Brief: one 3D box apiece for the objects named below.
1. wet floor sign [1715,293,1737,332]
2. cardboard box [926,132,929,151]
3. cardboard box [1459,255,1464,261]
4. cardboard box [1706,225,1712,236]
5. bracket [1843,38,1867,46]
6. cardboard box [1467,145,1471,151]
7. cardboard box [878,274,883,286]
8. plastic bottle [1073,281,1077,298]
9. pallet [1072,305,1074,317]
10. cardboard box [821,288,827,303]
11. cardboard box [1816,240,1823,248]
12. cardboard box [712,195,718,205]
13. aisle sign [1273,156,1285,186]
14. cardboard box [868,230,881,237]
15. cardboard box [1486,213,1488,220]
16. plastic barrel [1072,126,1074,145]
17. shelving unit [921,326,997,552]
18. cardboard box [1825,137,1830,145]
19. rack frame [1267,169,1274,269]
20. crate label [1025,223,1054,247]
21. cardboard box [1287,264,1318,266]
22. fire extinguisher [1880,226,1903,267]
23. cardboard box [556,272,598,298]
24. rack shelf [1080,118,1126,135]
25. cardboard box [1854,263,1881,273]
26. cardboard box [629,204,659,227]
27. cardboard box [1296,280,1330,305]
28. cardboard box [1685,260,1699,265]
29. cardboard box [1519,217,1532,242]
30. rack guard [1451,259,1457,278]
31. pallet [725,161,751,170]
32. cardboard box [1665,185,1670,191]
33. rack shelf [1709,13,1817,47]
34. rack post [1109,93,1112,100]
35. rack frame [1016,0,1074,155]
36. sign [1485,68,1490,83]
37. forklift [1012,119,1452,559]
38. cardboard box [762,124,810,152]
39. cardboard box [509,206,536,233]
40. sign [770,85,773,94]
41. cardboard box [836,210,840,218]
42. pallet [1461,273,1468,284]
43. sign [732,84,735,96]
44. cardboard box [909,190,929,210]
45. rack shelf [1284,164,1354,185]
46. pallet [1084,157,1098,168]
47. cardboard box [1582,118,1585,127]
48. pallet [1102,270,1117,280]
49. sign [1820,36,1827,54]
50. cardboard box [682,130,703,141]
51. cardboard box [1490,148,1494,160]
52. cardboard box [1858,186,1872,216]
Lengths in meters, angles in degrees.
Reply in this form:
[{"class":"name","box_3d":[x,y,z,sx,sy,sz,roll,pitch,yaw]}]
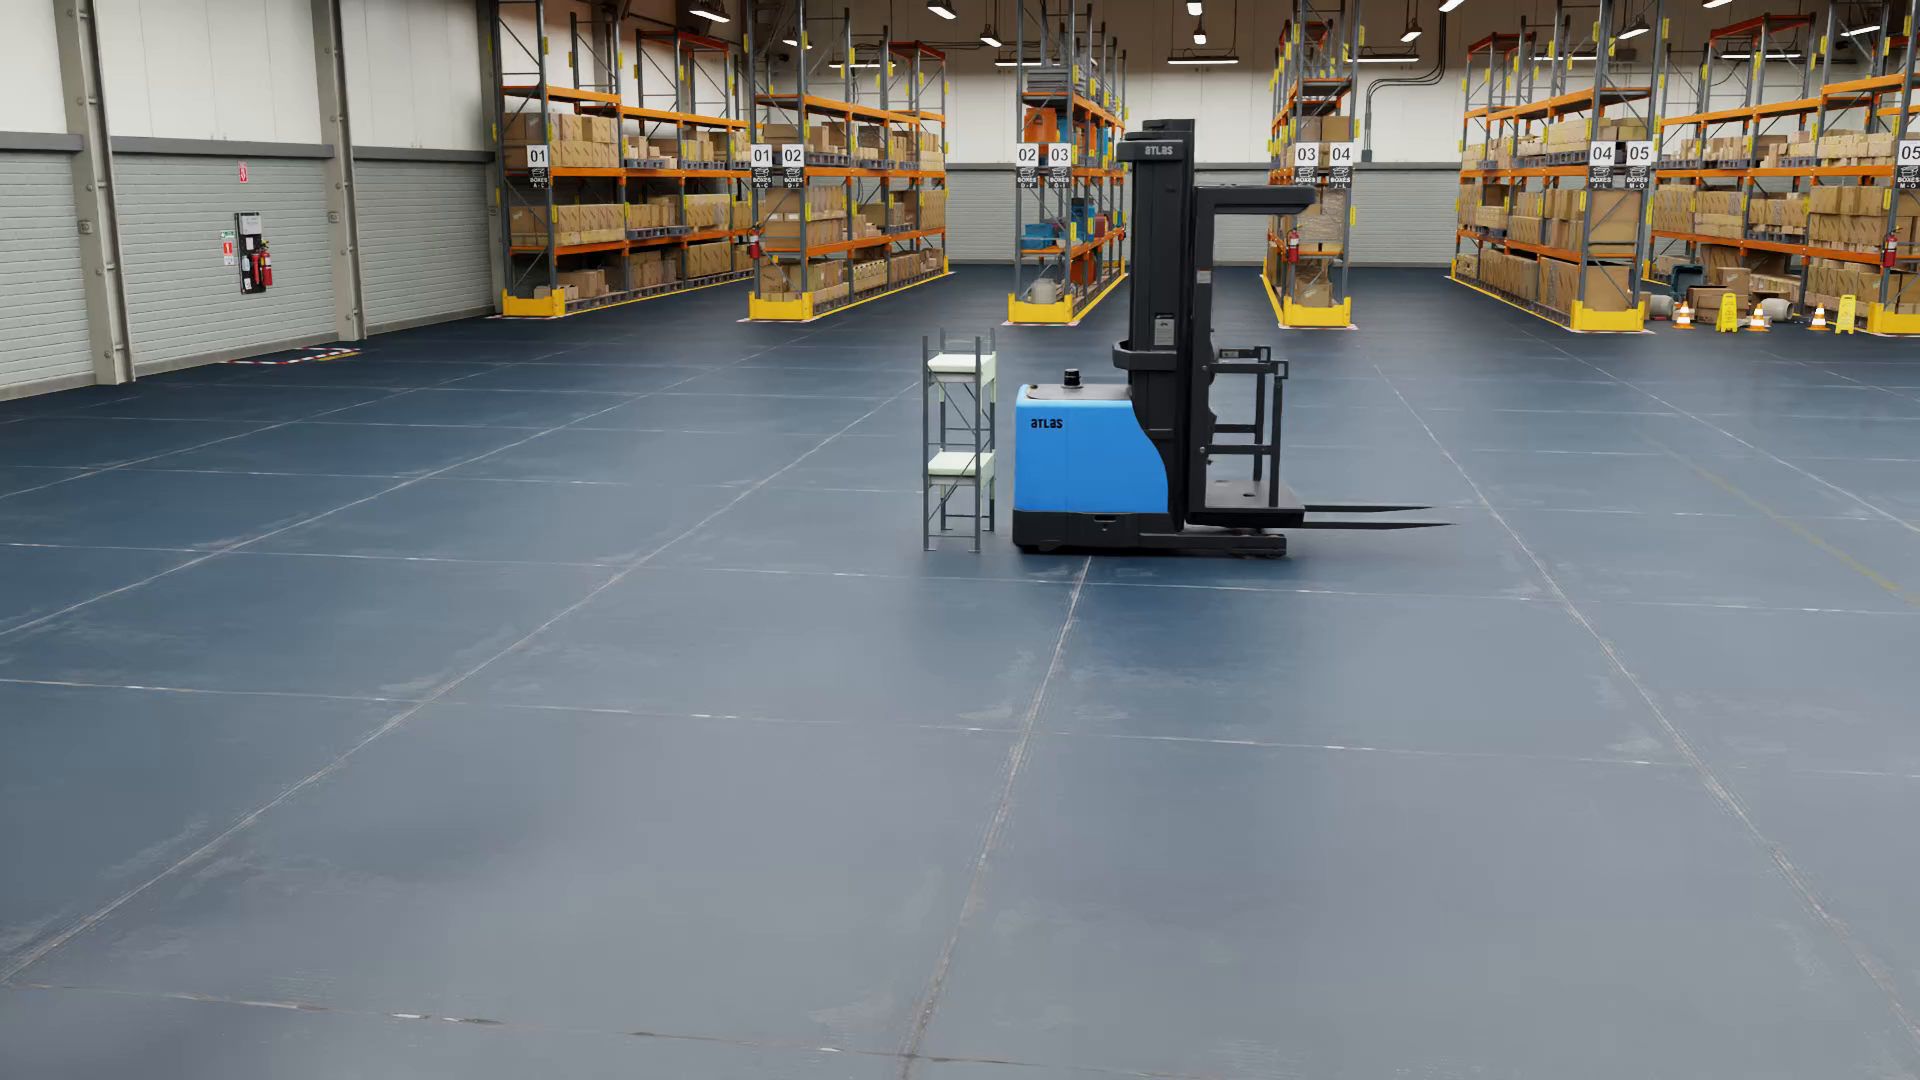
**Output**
[{"class":"wet floor sign","box_3d":[13.251,-3.930,28.700,0.267,0.644,0.232,0,12,-1]},{"class":"cardboard box","box_3d":[-1.204,-10.463,43.694,0.700,0.500,0.500,2,12,9]},{"class":"cardboard box","box_3d":[13.254,-7.377,43.462,0.380,0.149,0.250,2,12,8]},{"class":"cardboard box","box_3d":[17.550,-7.140,38.360,0.500,0.250,0.500,2,12,8]},{"class":"bracket","box_3d":[25.019,-14.087,47.454,0.076,0.066,5.218,2,12,9]},{"class":"cardboard box","box_3d":[13.276,-10.097,42.829,0.380,0.149,0.250,2,12,9]},{"class":"cardboard box","box_3d":[-2.060,-5.957,38.043,0.500,0.250,0.500,2,12,8]},{"class":"plastic bottle","box_3d":[2.291,-5.063,33.611,0.144,0.351,0.185,1,12,6]},{"class":"pallet","box_3d":[1.615,-4.317,31.524,1.003,0.211,1.213,2,12,9]},{"class":"cardboard box","box_3d":[-2.922,-4.829,32.810,0.500,0.250,0.500,2,12,9]},{"class":"cardboard box","box_3d":[16.468,-5.613,31.513,0.380,0.149,0.250,2,12,10]},{"class":"cardboard box","box_3d":[-6.410,-8.566,41.848,0.500,0.250,0.500,2,12,10]},{"class":"aisle sign","box_3d":[8.589,-9.959,44.916,0.394,0.787,0.004,2,12,9]},{"class":"cardboard box","box_3d":[-2.009,-7.001,37.957,0.380,0.149,0.250,2,12,9]},{"class":"cardboard box","box_3d":[12.391,-7.485,38.497,0.380,0.149,0.250,2,12,8]},{"class":"plastic barrel","box_3d":[2.099,-8.287,35.016,0.600,0.901,0.600,0,12,0]},{"class":"shelving unit","box_3d":[-0.001,-0.732,11.829,0.431,1.500,0.755,2,12,9]},{"class":"cardboard box","box_3d":[16.439,-7.468,31.110,0.380,0.149,0.250,2,12,10]},{"class":"rack frame","box_3d":[8.874,-8.664,45.076,1.000,3.000,0.127,2,12,9]},{"class":"crate label","box_3d":[1.535,-5.903,32.180,0.502,0.435,0.616,2,12,9]},{"class":"cardboard box","box_3d":[7.560,-5.852,36.915,0.700,0.500,0.500,1,12,6]},{"class":"fire extinguisher","box_3d":[15.733,-4.965,28.098,0.296,0.674,0.183,2,12,9]},{"class":"cardboard box","box_3d":[-7.825,-5.219,33.978,0.700,0.500,0.500,1,12,5]},{"class":"rack shelf","box_3d":[3.673,-10.794,43.374,1.077,0.370,4.000,2,12,9]},{"class":"cardboard box","box_3d":[16.061,-4.811,29.407,0.380,0.149,0.250,2,12,10]},{"class":"cardboard box","box_3d":[-7.271,-7.386,37.863,0.700,0.500,0.500,2,12,9]},{"class":"cardboard box","box_3d":[6.584,-4.572,31.023,0.500,0.500,0.500,5,13,23]},{"class":"cardboard box","box_3d":[18.254,-6.590,40.538,0.875,0.438,0.875,2,12,8]},{"class":"cardboard box","box_3d":[11.961,-6.467,34.642,0.500,0.500,0.500,2,12,8]},{"class":"rack guard","box_3d":[13.748,-7.244,44.422,1.175,0.500,0.348,2,12,9]},{"class":"pallet","box_3d":[-6.098,-10.159,45.103,1.003,0.211,1.213,2,12,9]},{"class":"cardboard box","box_3d":[18.192,-8.970,42.346,0.380,0.149,0.250,1,12,7]},{"class":"rack shelf","box_3d":[17.743,-11.300,36.884,1.077,0.370,4.000,2,12,9]},{"class":"rack post","box_3d":[3.204,-10.713,40.523,0.937,0.300,0.954,2,12,8]},{"class":"rack frame","box_3d":[1.519,-8.426,29.733,1.000,3.000,0.127,2,12,9]},{"class":"sign","box_3d":[12.611,-11.099,39.729,0.100,0.325,0.005,2,12,9]},{"class":"forklift","box_3d":[1.904,-1.417,11.612,3.031,2.935,1.130,1,12,4]},{"class":"cardboard box","box_3d":[-3.282,-7.565,31.282,0.797,0.503,0.637,3,12,13]},{"class":"cardboard box","box_3d":[-8.407,-6.223,32.277,0.500,0.500,0.500,2,12,8]},{"class":"sign","box_3d":[-5.275,-12.553,46.476,0.100,0.325,0.005,2,12,9]},{"class":"cardboard box","box_3d":[-2.667,-6.684,34.112,0.380,0.149,0.250,2,12,7]},{"class":"pallet","box_3d":[13.398,-6.682,42.498,1.003,0.211,1.213,2,12,9]},{"class":"sign","box_3d":[-6.356,-12.631,46.652,0.100,0.325,0.005,2,12,9]},{"class":"cardboard box","box_3d":[-1.100,-8.887,43.500,0.500,0.500,0.500,1,12,7]},{"class":"rack shelf","box_3d":[6.721,-6.864,31.312,1.077,0.370,4.000,2,12,9]},{"class":"pallet","box_3d":[2.120,-7.547,33.221,1.213,0.211,1.003,2,12,9]},{"class":"cardboard box","box_3d":[11.055,-7.272,28.966,0.380,0.149,0.250,2,12,9]},{"class":"pallet","box_3d":[3.625,-7.038,44.148,1.003,0.211,1.213,2,12,9]},{"class":"sign","box_3d":[16.271,-9.328,31.325,0.100,0.325,0.005,2,12,9]},{"class":"cardboard box","box_3d":[-6.759,-10.115,41.628,0.500,0.250,0.500,1,12,7]},{"class":"cardboard box","box_3d":[12.802,-9.101,39.199,0.500,0.311,0.500,2,12,8]},{"class":"cardboard box","box_3d":[16.154,-5.914,28.998,0.700,0.500,0.500,2,12,9]}]
